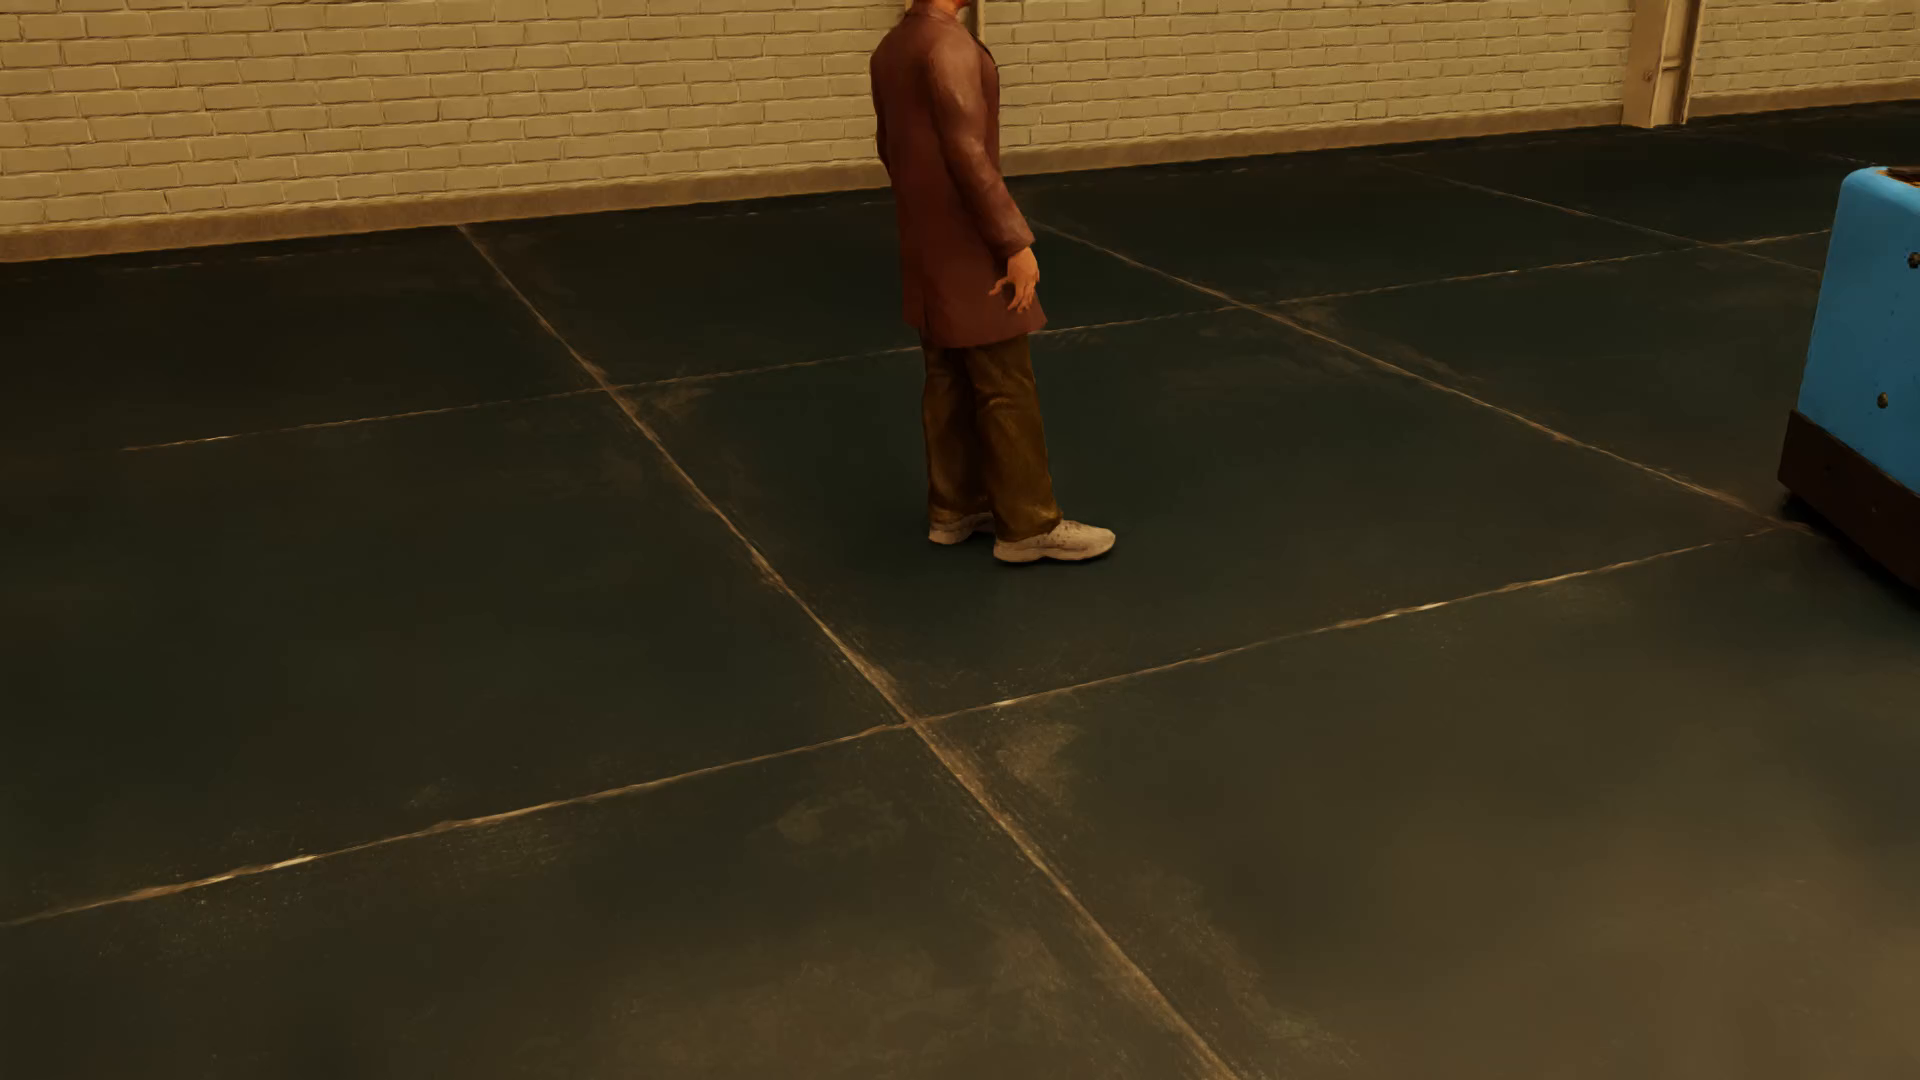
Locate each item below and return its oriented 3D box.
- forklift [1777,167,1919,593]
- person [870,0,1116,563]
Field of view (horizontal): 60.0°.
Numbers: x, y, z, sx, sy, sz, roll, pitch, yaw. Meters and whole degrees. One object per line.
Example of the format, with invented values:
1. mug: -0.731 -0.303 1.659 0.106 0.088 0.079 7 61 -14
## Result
1. forklift: 4.153 -1.301 4.417 3.031 2.935 1.130 0 23 1
2. person: 0.085 -0.841 4.795 0.580 1.776 0.694 -10 25 -23
